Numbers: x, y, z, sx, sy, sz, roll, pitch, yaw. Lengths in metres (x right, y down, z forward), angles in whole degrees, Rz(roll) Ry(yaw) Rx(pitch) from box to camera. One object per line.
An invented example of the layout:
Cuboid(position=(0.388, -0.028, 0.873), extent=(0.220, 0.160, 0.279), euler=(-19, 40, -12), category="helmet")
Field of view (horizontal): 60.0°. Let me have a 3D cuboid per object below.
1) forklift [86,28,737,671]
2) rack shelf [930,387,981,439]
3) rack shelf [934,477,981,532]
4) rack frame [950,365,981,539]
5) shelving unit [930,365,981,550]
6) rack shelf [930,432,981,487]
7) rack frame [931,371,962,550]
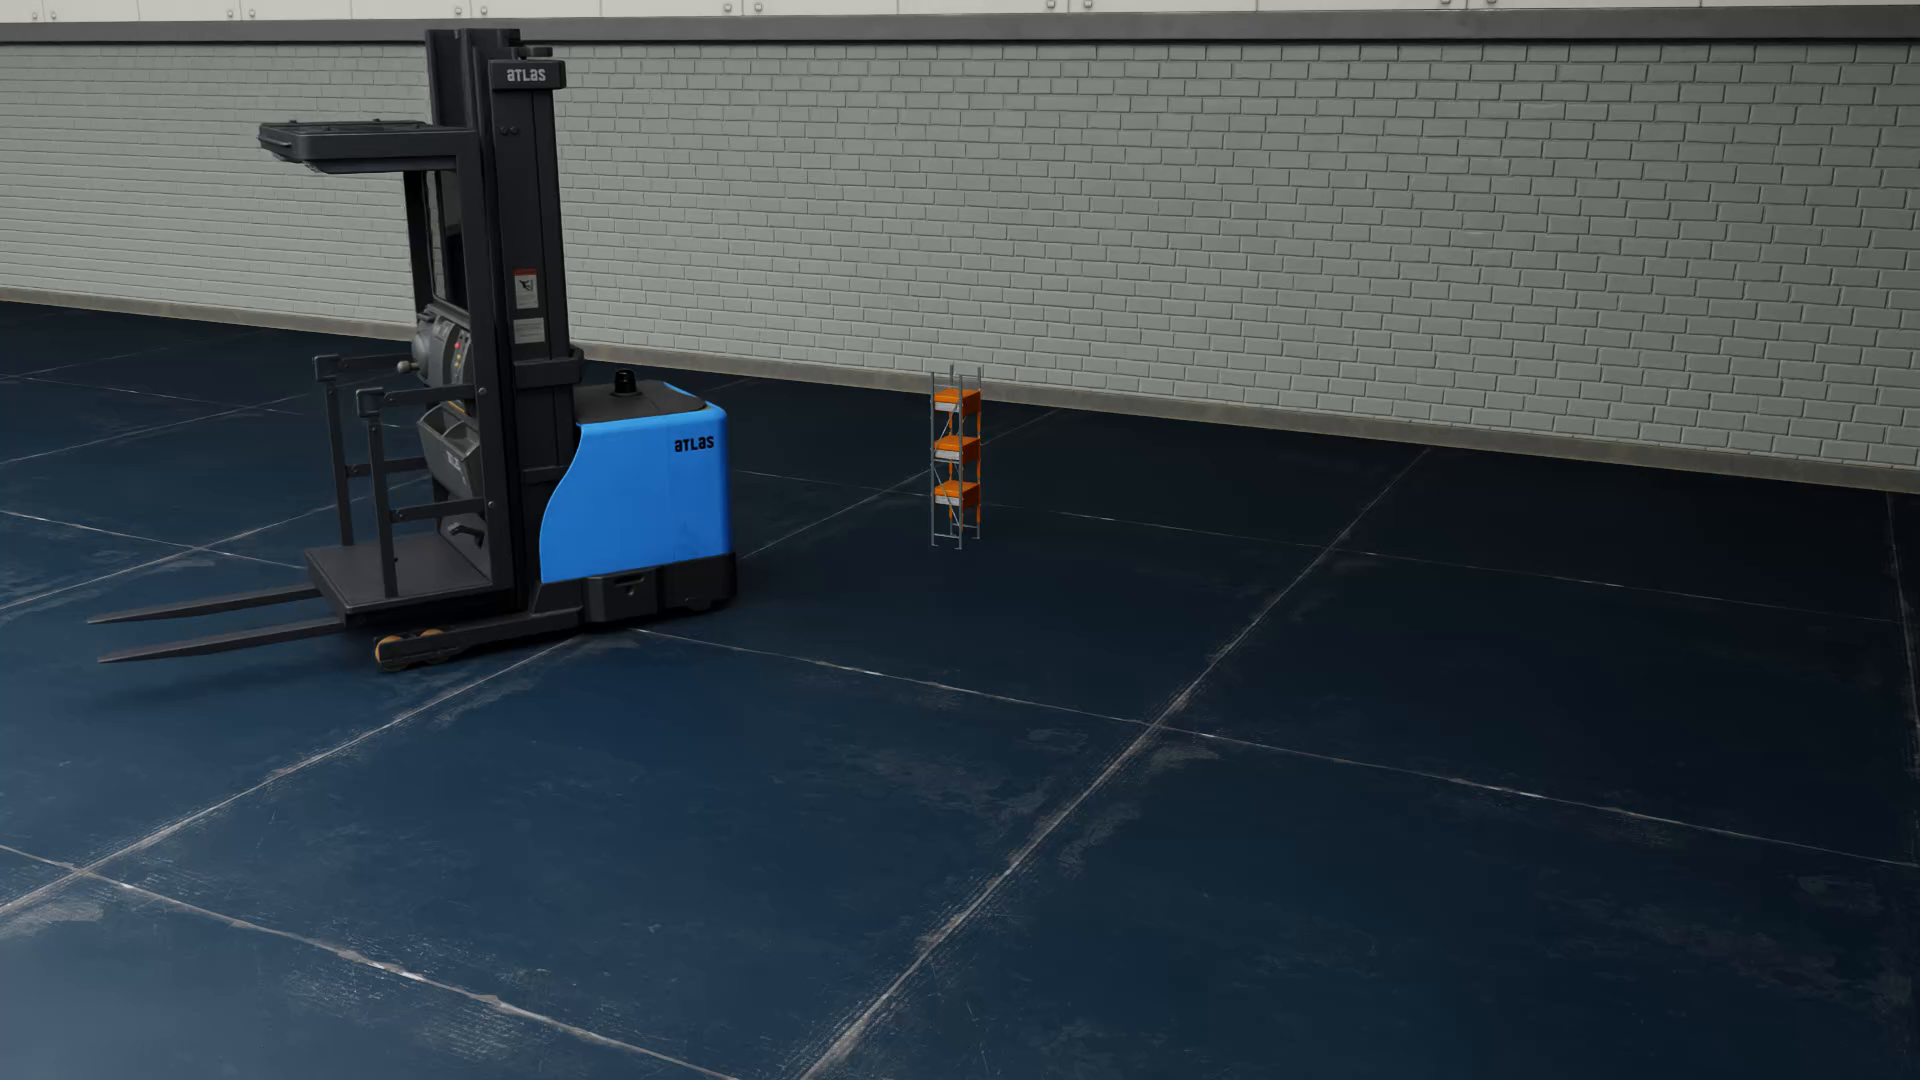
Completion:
Cuboid(position=(-2.712, -0.950, 8.076), extent=(3.031, 2.935, 1.130), euler=(-10, 19, -29), category="forklift")
Cuboid(position=(-0.024, -0.752, 9.751), extent=(0.215, 0.259, 0.240), euler=(8, 18, 25), category="rack shelf")
Cuboid(position=(-0.024, -0.213, 9.911), extent=(0.215, 0.259, 0.240), euler=(8, 18, 25), category="rack shelf")
Cuboid(position=(0.031, -0.521, 9.934), extent=(0.200, 1.050, 0.008), euler=(8, 18, 25), category="rack frame")
Cuboid(position=(-0.024, -0.490, 9.829), extent=(0.215, 1.050, 0.252), euler=(8, 18, 25), category="shelving unit")
Cuboid(position=(-0.024, -0.479, 9.832), extent=(0.215, 0.259, 0.240), euler=(8, 18, 25), category="rack shelf")
Cuboid(position=(-0.078, -0.459, 9.724), extent=(0.200, 1.050, 0.008), euler=(8, 18, 25), category="rack frame")
